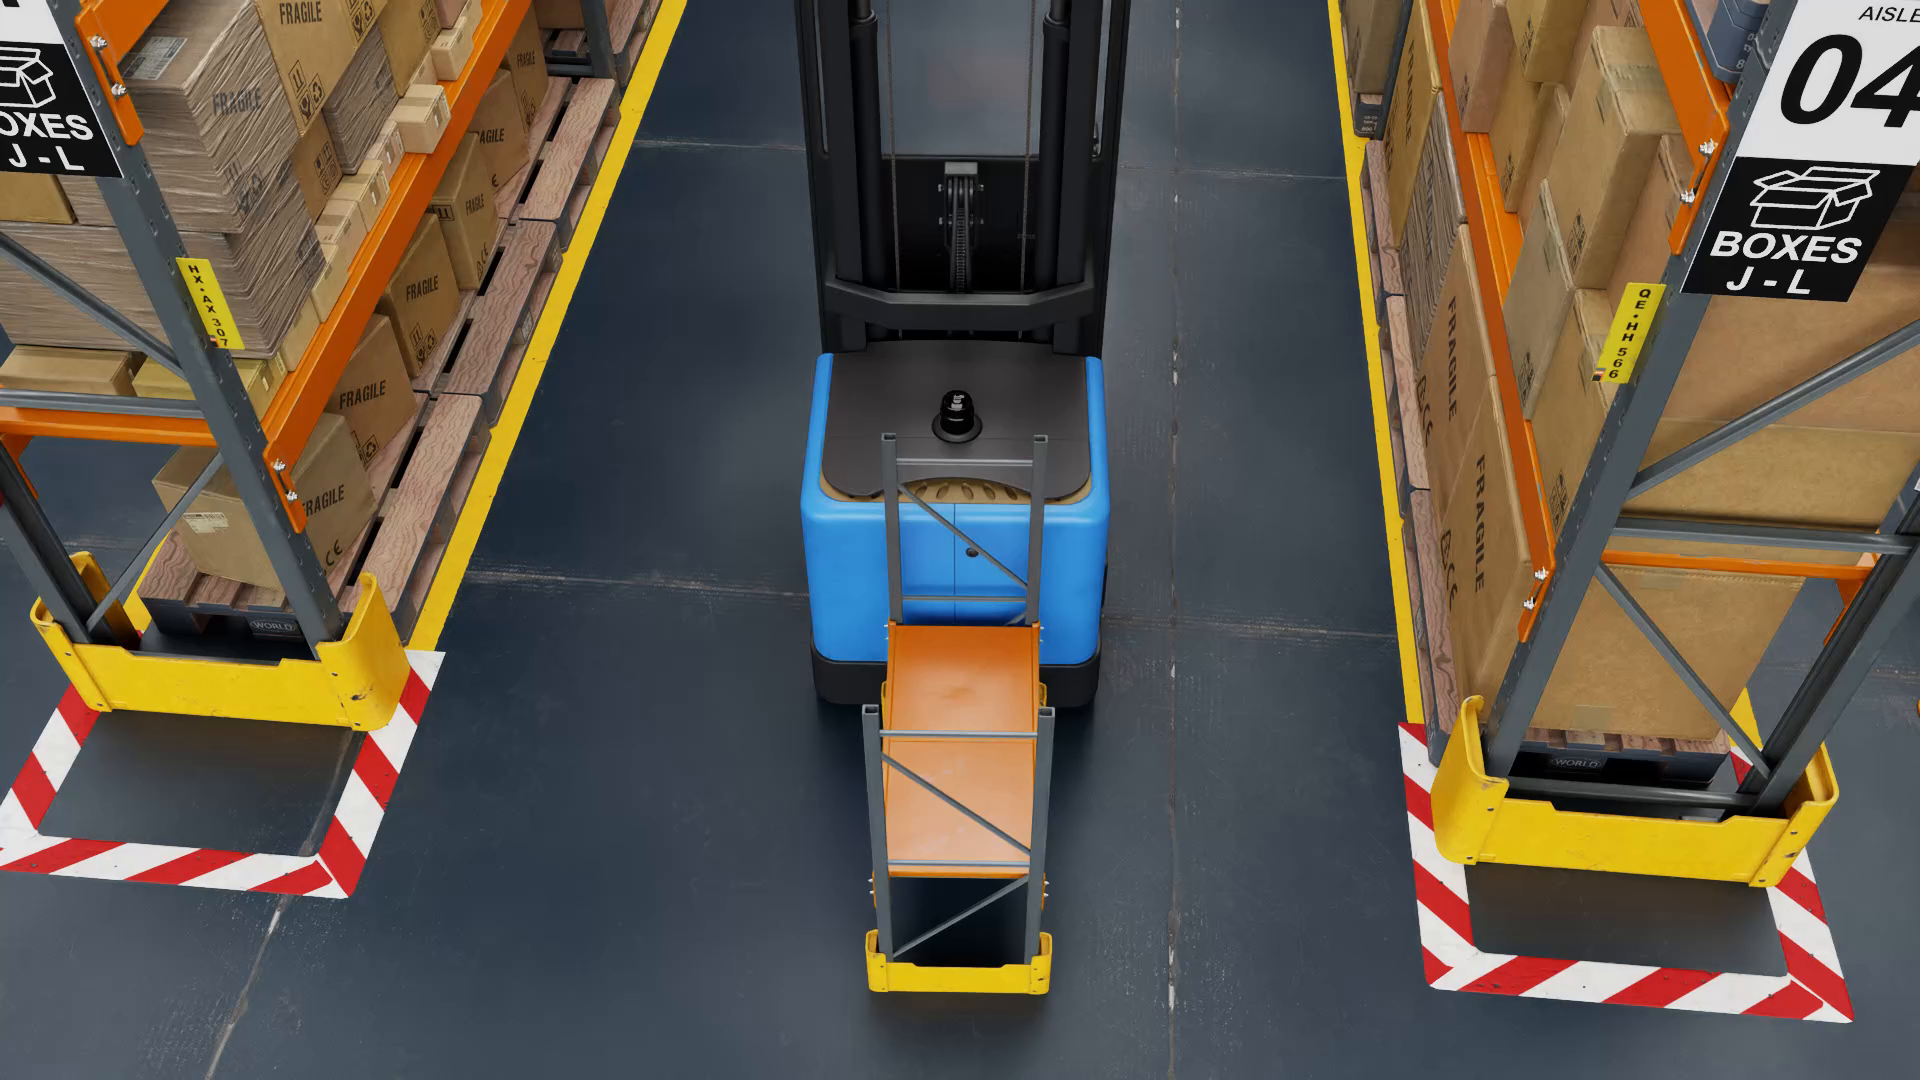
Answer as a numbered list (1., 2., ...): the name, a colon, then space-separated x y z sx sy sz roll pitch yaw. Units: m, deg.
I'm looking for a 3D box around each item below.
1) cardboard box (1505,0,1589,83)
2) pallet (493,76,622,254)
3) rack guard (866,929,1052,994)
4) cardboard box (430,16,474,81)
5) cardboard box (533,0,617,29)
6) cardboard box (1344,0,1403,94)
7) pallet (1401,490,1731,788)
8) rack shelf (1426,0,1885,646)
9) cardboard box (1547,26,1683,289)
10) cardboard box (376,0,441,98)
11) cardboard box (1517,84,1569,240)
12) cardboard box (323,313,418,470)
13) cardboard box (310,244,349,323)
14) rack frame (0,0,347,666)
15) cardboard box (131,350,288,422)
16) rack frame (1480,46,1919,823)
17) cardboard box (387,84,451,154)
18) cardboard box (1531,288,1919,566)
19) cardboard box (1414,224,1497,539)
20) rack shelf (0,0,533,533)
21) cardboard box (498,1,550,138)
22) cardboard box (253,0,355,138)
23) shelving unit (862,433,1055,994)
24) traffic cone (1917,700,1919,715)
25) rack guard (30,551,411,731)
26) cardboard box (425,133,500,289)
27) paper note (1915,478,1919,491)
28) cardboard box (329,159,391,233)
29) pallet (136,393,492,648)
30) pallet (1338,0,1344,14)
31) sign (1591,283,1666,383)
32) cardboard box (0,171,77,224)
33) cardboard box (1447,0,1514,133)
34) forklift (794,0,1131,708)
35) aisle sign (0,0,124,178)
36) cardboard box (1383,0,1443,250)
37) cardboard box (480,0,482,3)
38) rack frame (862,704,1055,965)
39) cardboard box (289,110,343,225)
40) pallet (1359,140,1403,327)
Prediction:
1. cardboard box: 2.386 -1.904 5.625 0.875 0.550 0.500 4 48 4
2. pallet: -2.342 -1.918 8.361 1.003 0.211 1.213 4 48 4
3. rack guard: -0.004 1.356 5.340 0.587 0.250 0.087 1 48 1
4. cardboard box: -2.194 -1.992 6.709 0.380 0.149 0.250 4 48 4
5. cardboard box: -2.238 -3.110 8.957 0.700 0.500 0.500 1 48 1
6. cardboard box: 2.581 -2.792 8.511 1.050 0.750 0.750 4 48 3
7. pallet: 2.245 0.340 6.296 1.003 0.211 1.213 4 48 4
8. rack shelf: 2.432 -1.235 6.334 1.077 0.370 4.000 4 48 4
9. cardboard box: 2.281 -1.104 4.893 0.875 0.550 0.550 4 48 4
10. cardboard box: -2.531 -2.059 6.331 0.875 0.500 0.500 4 48 4
11. cardboard box: 2.443 -1.143 5.661 0.875 0.550 0.550 4 48 4
12. cardboard box: -2.586 -0.613 6.688 0.500 0.500 0.500 15 49 14
13. cardboard box: -2.337 -0.890 5.701 0.380 0.149 0.250 4 48 4
14. rack frame: -2.680 -0.416 5.098 1.000 3.000 0.127 4 48 4
15. cardboard box: -2.417 -0.525 5.367 0.380 0.149 0.250 4 48 4
16. rack frame: 2.250 -0.008 4.725 1.000 3.000 0.127 4 48 4
17. cardboard box: -2.184 -1.620 6.369 0.380 0.149 0.250 4 48 4
18. cardboard box: 2.239 -0.335 4.922 0.875 0.550 0.550 4 48 4
19. cardboard box: 2.324 -0.582 6.405 0.875 0.875 0.875 3 48 3
20. rack shelf: -2.498 -1.643 6.707 1.077 0.370 4.000 4 48 4
21. cardboard box: -2.392 -2.362 8.287 0.500 0.500 0.500 3 48 2
22. cardboard box: -2.306 -1.640 5.271 0.500 0.500 0.500 4 48 4
23. shelving unit: 0.005 0.567 5.215 0.587 1.500 1.083 1 48 1
24. traffic cone: 3.712 0.553 5.930 0.336 0.463 0.334 4 48 4
25. rack guard: -2.673 0.372 6.071 1.175 0.500 0.348 4 48 4
26. cardboard box: -2.415 -1.479 7.480 0.500 0.500 0.500 0 48 0
27. paper note: 4.031 -0.243 6.966 0.032 0.001 0.123 28 53 23
28. cardboard box: -2.305 -1.258 6.038 0.380 0.149 0.250 4 48 4
29. pallet: -2.564 -0.125 6.722 1.003 0.211 1.213 4 48 4
30. pallet: 2.718 -3.477 9.787 1.003 0.211 1.213 4 48 4
31. sign: 1.711 -0.526 4.253 0.100 0.325 0.005 4 48 4
32. cardboard box: -2.876 -1.308 4.967 0.500 0.500 0.500 4 48 4
33. cardboard box: 2.399 -1.932 6.382 0.875 0.550 0.550 4 48 4
34. forklift: 0.013 -1.450 6.090 1.130 2.935 3.031 1 48 1
35. aisle sign: -2.387 -1.228 4.078 0.394 0.787 0.004 4 48 4
36. cardboard box: 2.487 -1.915 7.624 0.875 0.875 0.875 5 48 4
37. cardboard box: -2.223 -2.364 7.050 0.380 0.149 0.250 4 48 4
38. rack frame: -0.004 0.949 4.866 0.500 1.500 0.032 1 48 1
39. cardboard box: -2.677 -1.328 5.662 0.875 0.500 0.500 4 48 4
40. pallet: 2.467 -1.453 7.936 1.003 0.211 1.213 4 48 4
